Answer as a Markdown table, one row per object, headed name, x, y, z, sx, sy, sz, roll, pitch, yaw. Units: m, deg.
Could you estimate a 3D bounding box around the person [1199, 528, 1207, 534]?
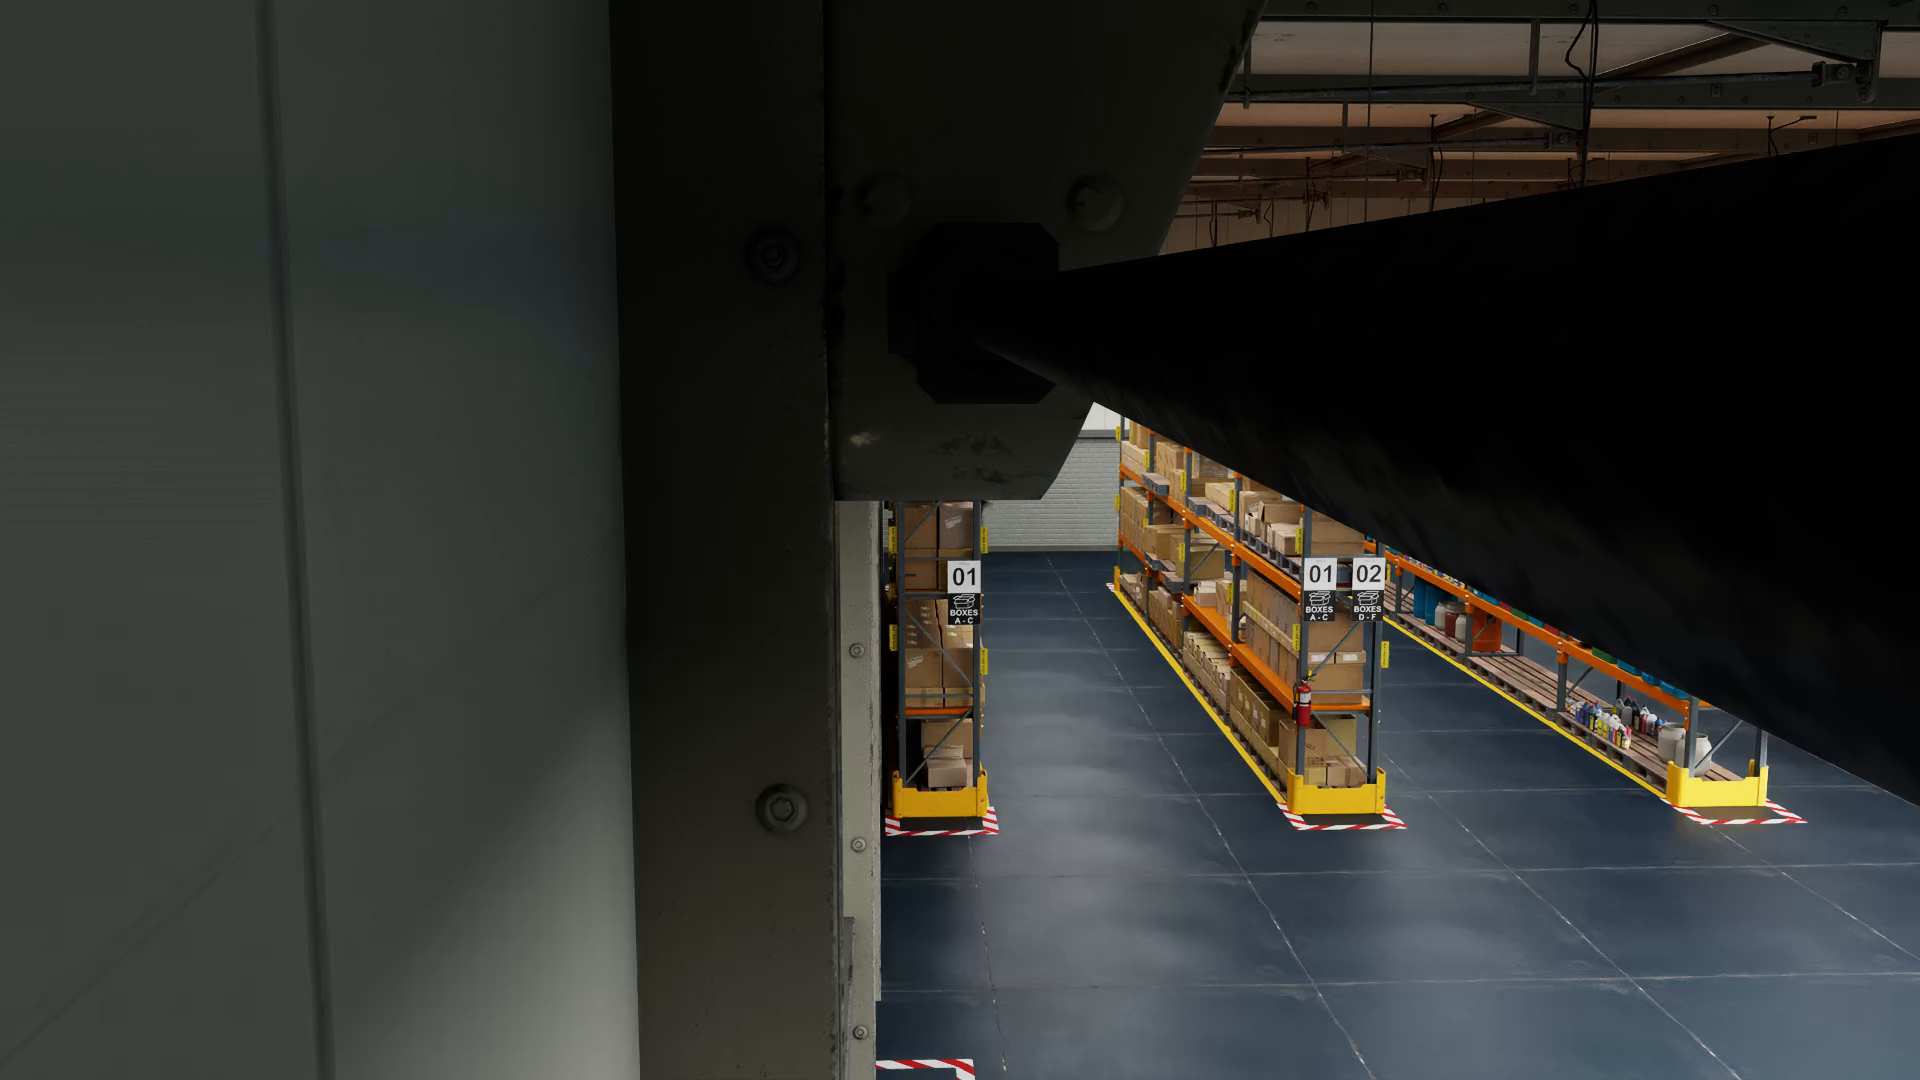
| name | x | y | z | sx | sy | sz | roll | pitch | yaw |
| --- | --- | --- | --- | --- | --- | --- | --- | --- | --- |
| person | 5.445 | 0.156 | 36.773 | 0.667 | 1.793 | 0.686 | -8 | 11 | -44 |
